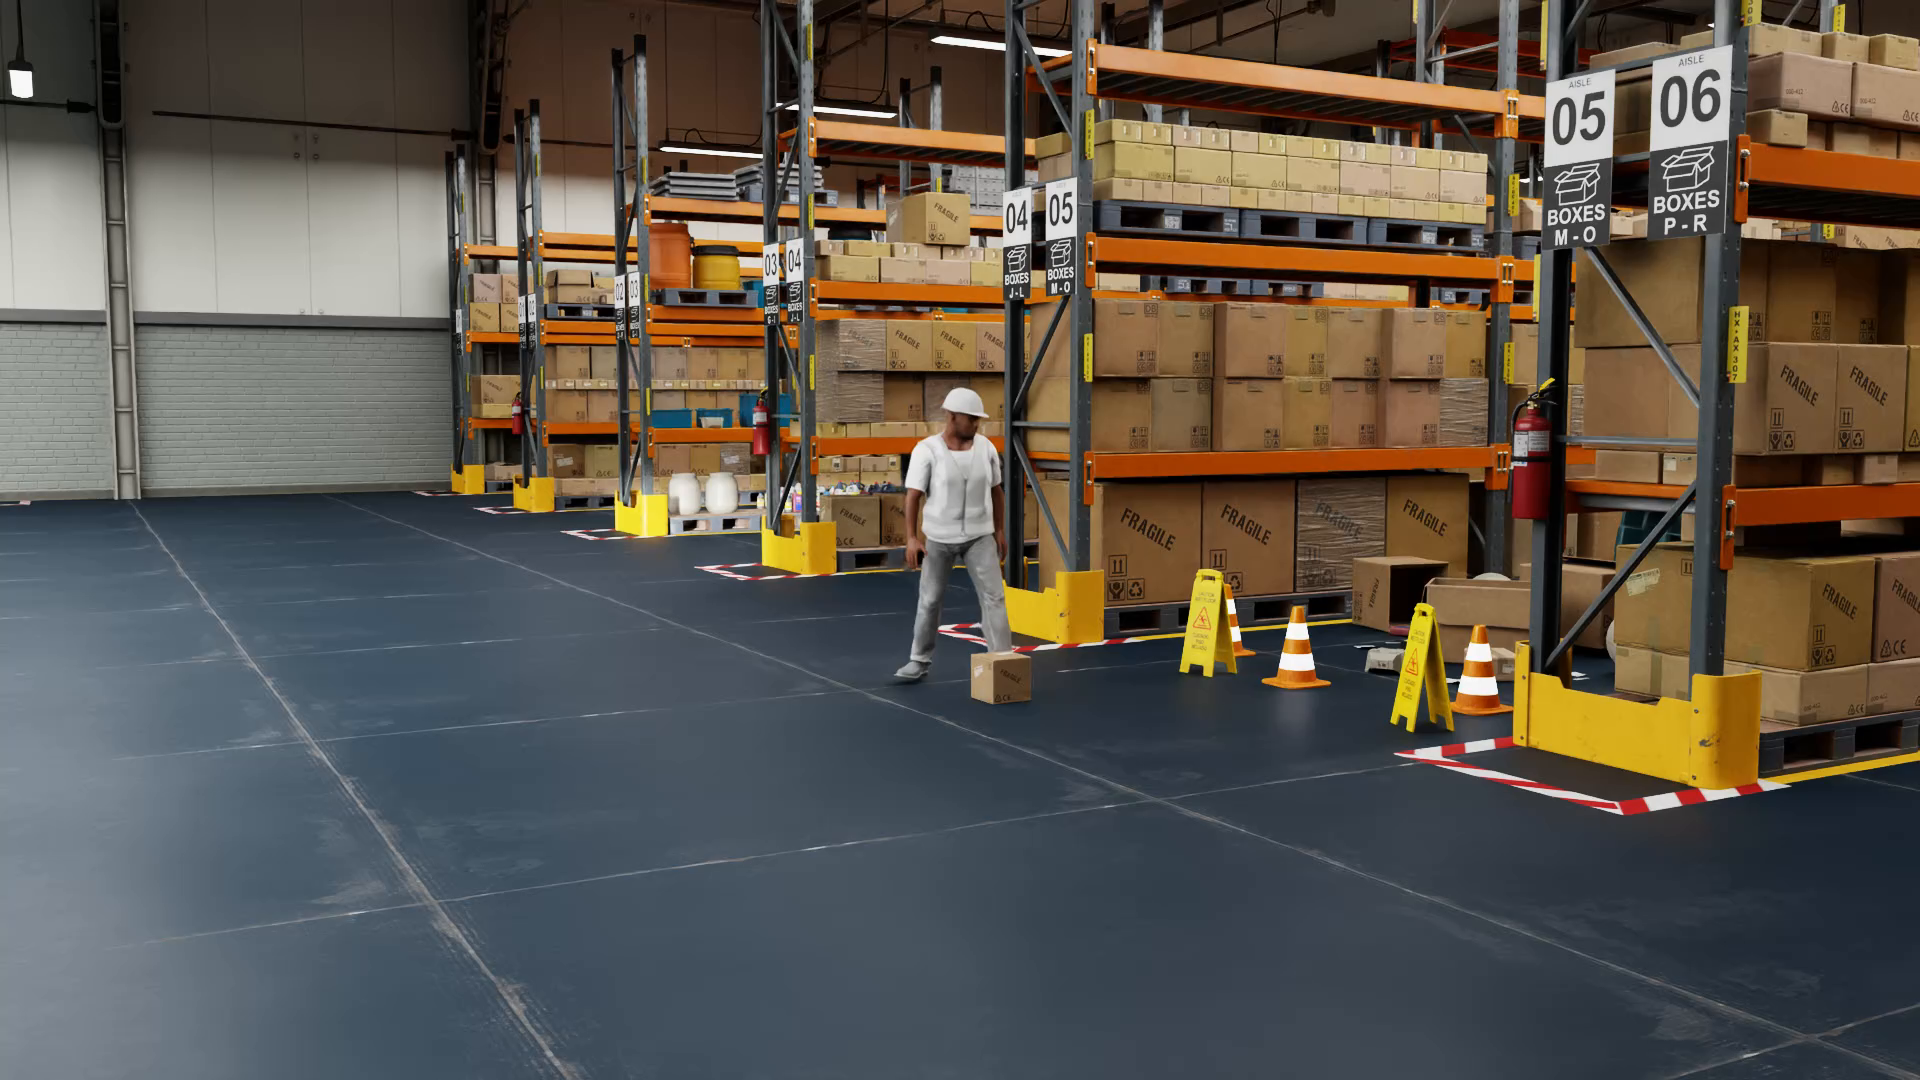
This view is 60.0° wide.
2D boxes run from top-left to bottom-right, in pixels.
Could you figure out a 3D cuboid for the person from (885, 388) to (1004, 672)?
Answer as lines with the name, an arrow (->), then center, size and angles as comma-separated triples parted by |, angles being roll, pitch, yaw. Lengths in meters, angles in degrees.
person -> -0.036, -0.013, 9.771 | 0.679, 1.756, 0.873 | -2, 5, -21
